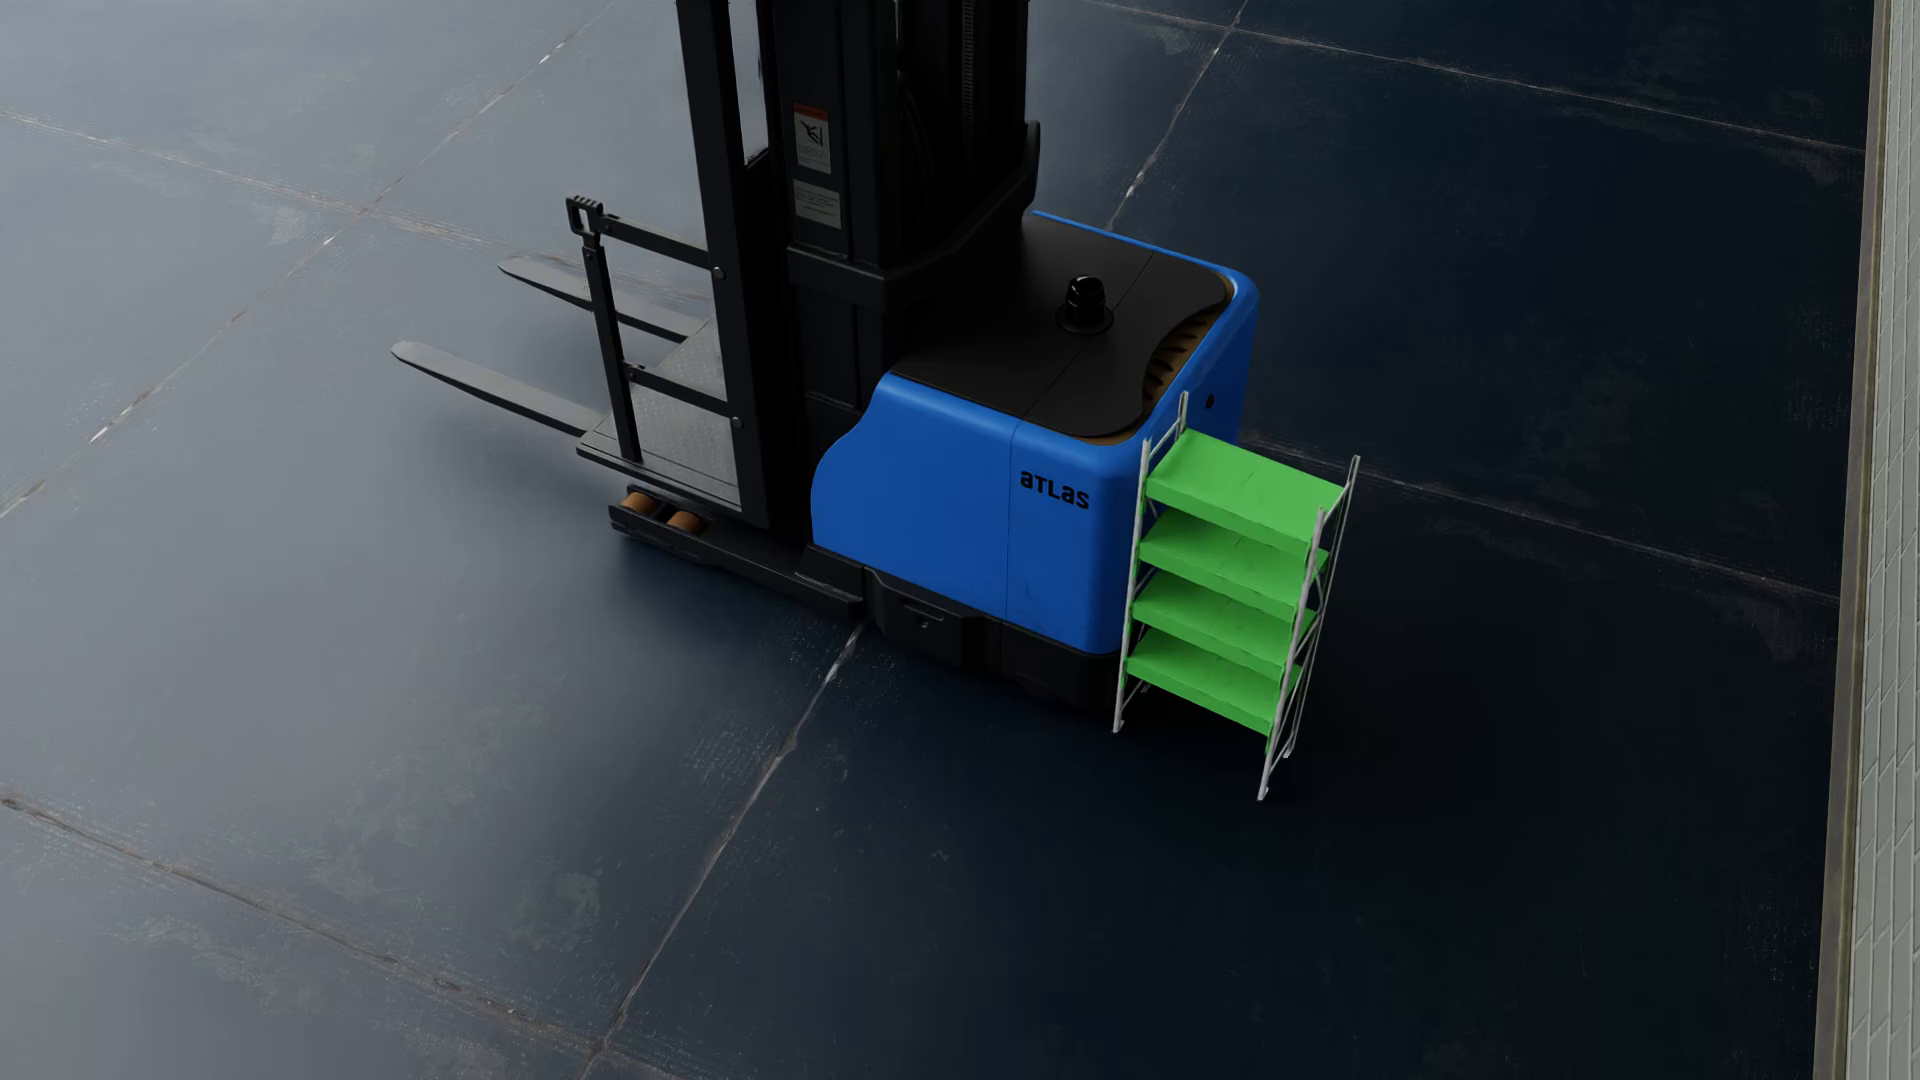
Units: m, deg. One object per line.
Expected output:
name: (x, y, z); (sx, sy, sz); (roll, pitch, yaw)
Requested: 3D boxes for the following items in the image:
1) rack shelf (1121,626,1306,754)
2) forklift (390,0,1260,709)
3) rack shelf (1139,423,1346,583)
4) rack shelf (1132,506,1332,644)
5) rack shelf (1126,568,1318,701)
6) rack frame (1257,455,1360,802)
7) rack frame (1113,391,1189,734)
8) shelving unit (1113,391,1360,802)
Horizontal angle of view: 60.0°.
rack shelf: (0.750, 0.406, 4.922); (0.480, 0.148, 0.258); (24, 49, 22)
forklift: (-0.619, -1.276, 4.955); (3.031, 2.935, 1.130); (21, 49, 20)
rack shelf: (0.750, -0.104, 4.414); (0.480, 0.148, 0.258); (24, 49, 22)
rack shelf: (0.750, 0.066, 4.583); (0.480, 0.148, 0.258); (24, 49, 22)
rack shelf: (0.750, 0.236, 4.753); (0.480, 0.148, 0.258); (24, 49, 22)
rack frame: (0.958, 0.281, 4.617); (0.015, 1.200, 0.240); (24, 49, 22)
rack frame: (0.543, 0.100, 4.799); (0.015, 1.200, 0.240); (24, 49, 22)
shelving unit: (0.750, 0.191, 4.708); (0.503, 1.200, 0.258); (24, 49, 22)
